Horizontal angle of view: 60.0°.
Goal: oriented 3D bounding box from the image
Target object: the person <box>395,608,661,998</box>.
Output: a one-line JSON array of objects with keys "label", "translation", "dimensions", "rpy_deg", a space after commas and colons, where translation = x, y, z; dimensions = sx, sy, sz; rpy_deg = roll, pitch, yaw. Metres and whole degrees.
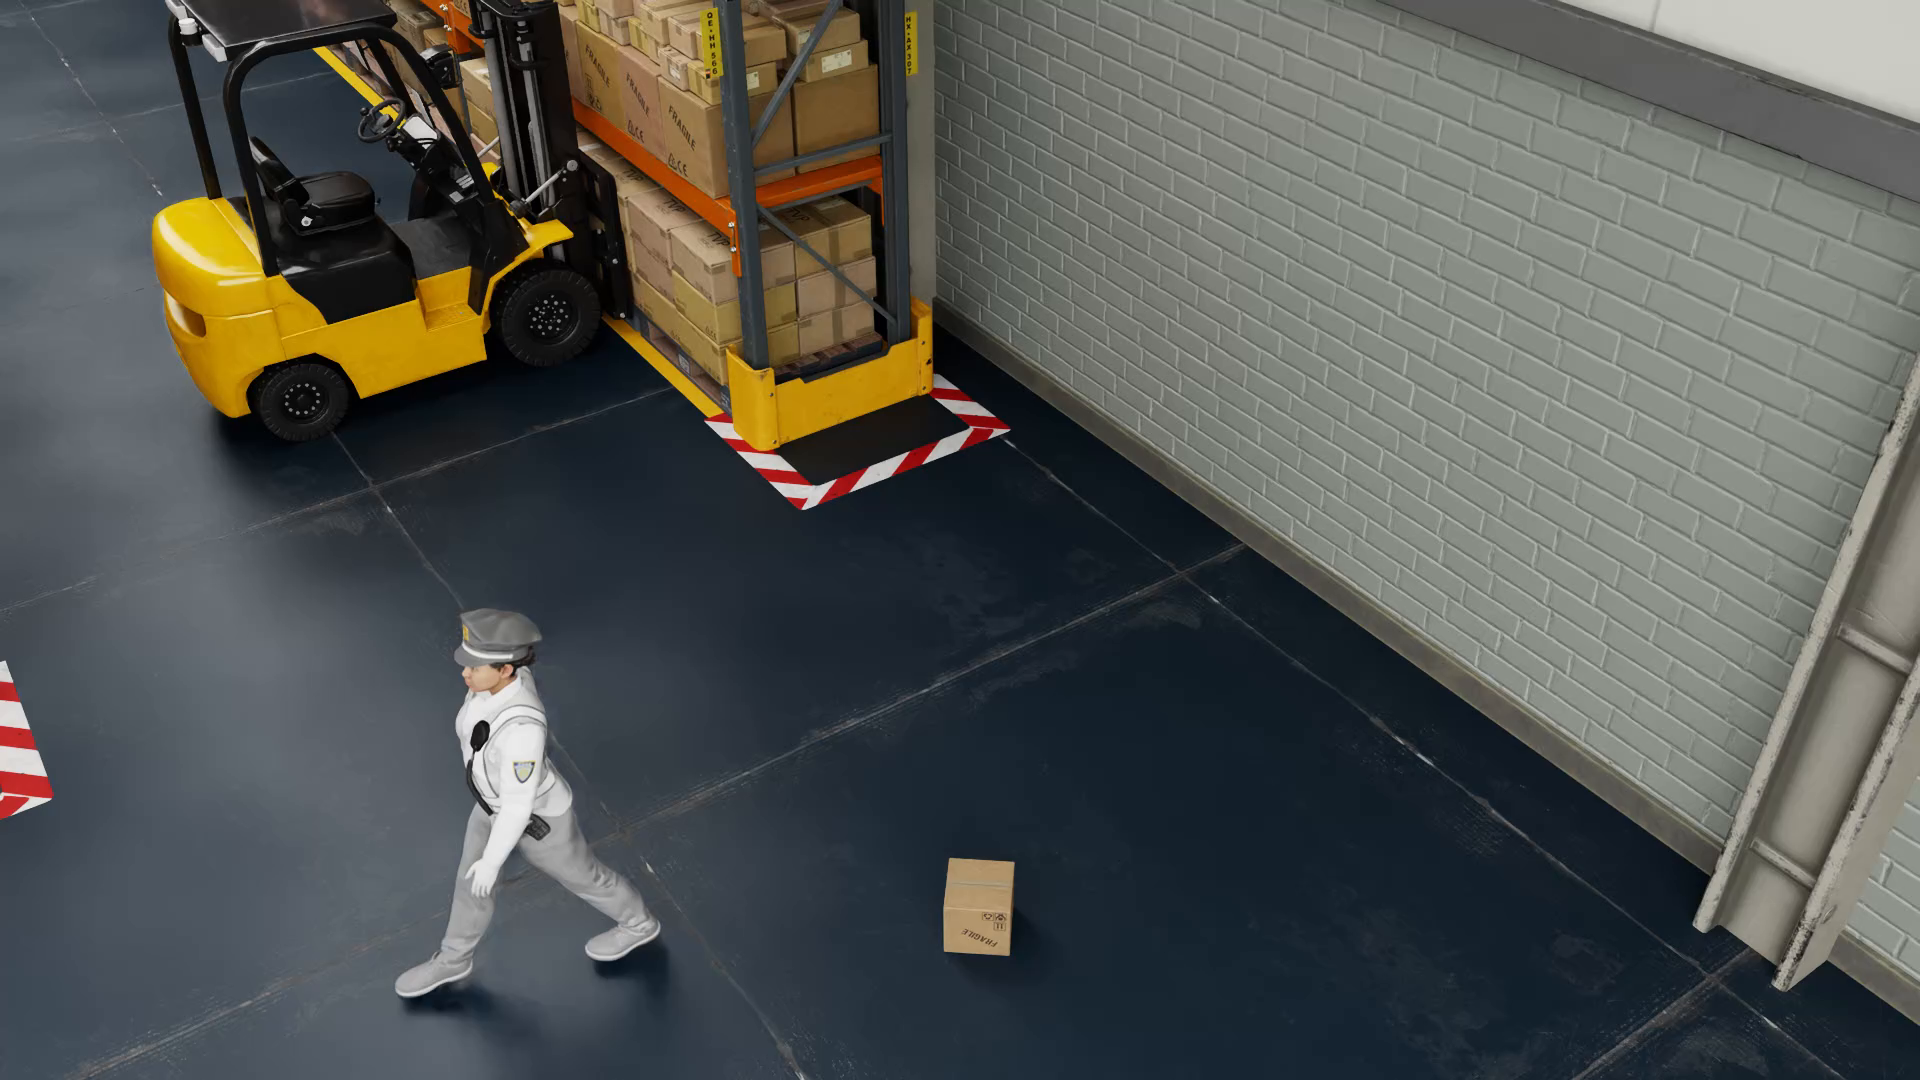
[{"label": "person", "translation": [-1.576, 0.939, 5.684], "dimensions": [0.945, 1.641, 0.519], "rpy_deg": [-20, 41, -24]}]
